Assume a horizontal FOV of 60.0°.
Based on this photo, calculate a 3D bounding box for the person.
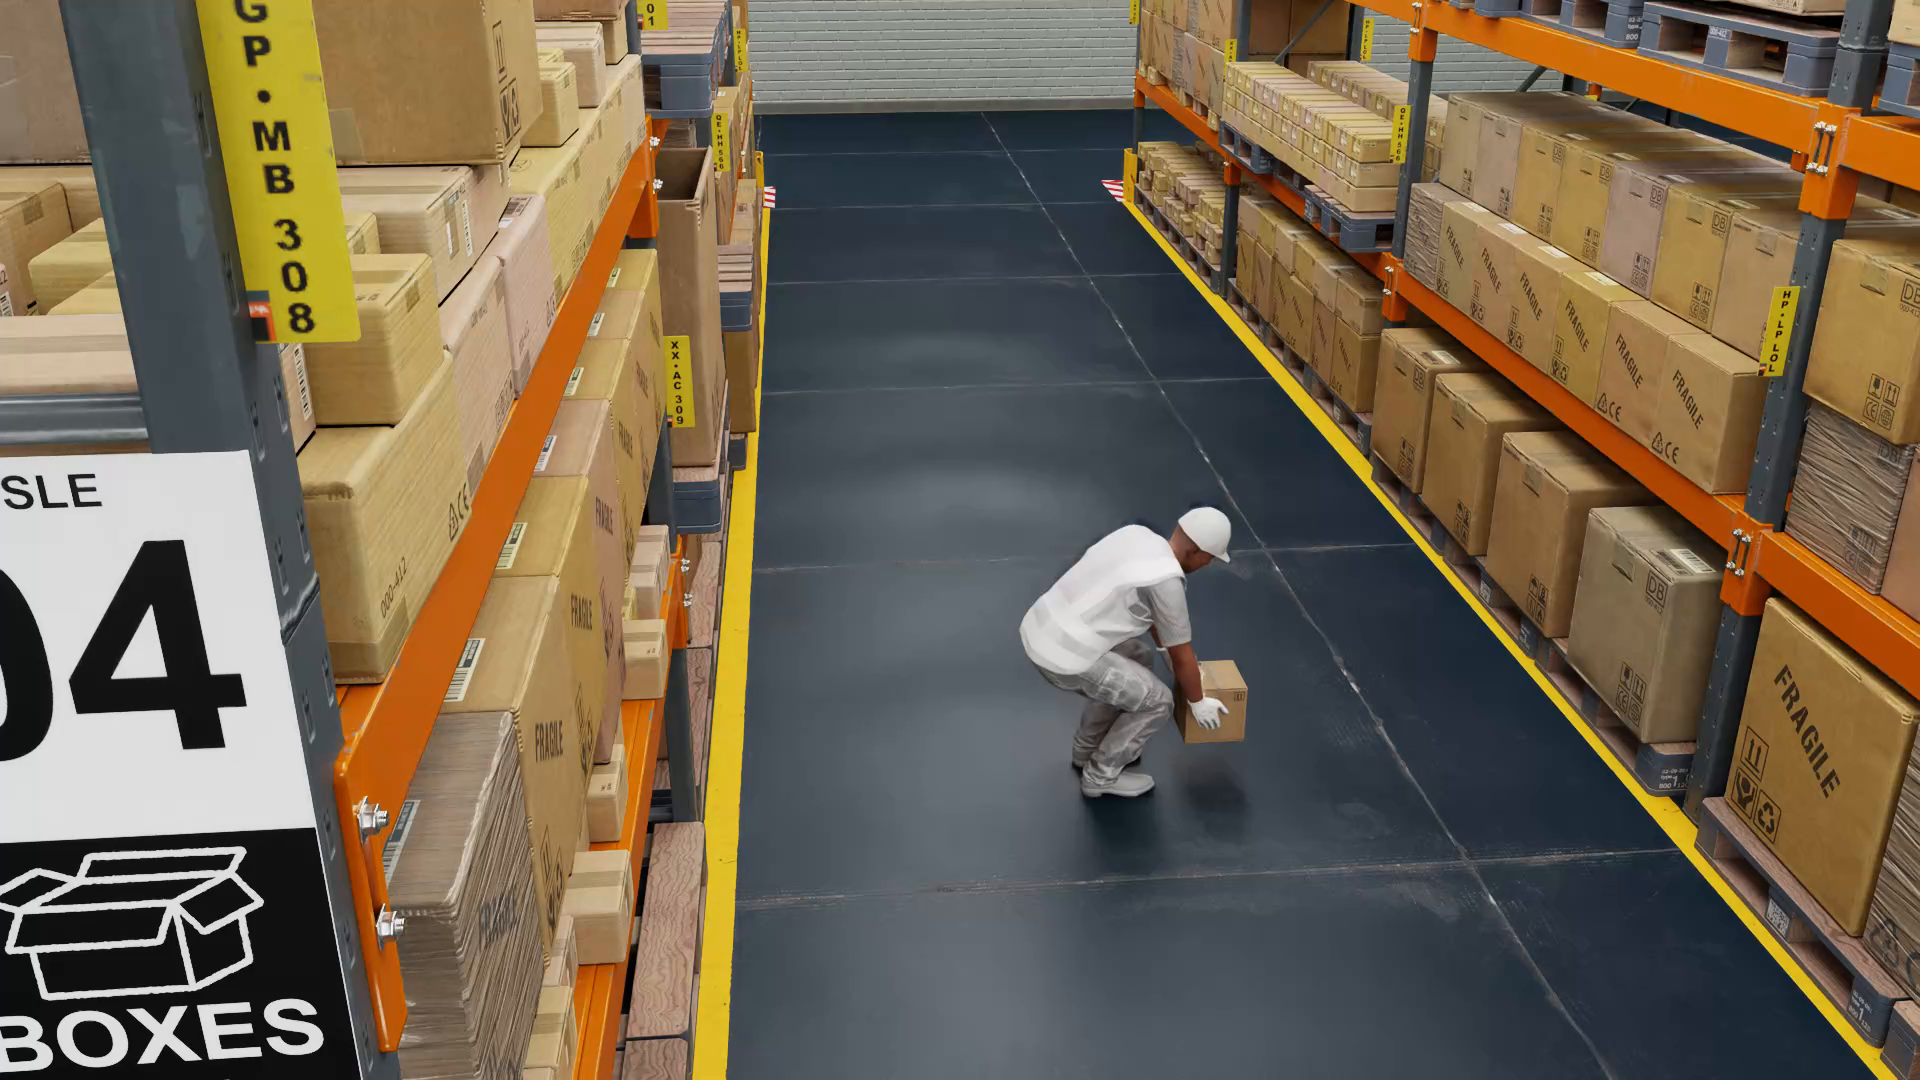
[{"bbox_3d":[0.669,0.431,6.839,0.852,1.183,0.597,-2,24,-5],"label":"person"}]
